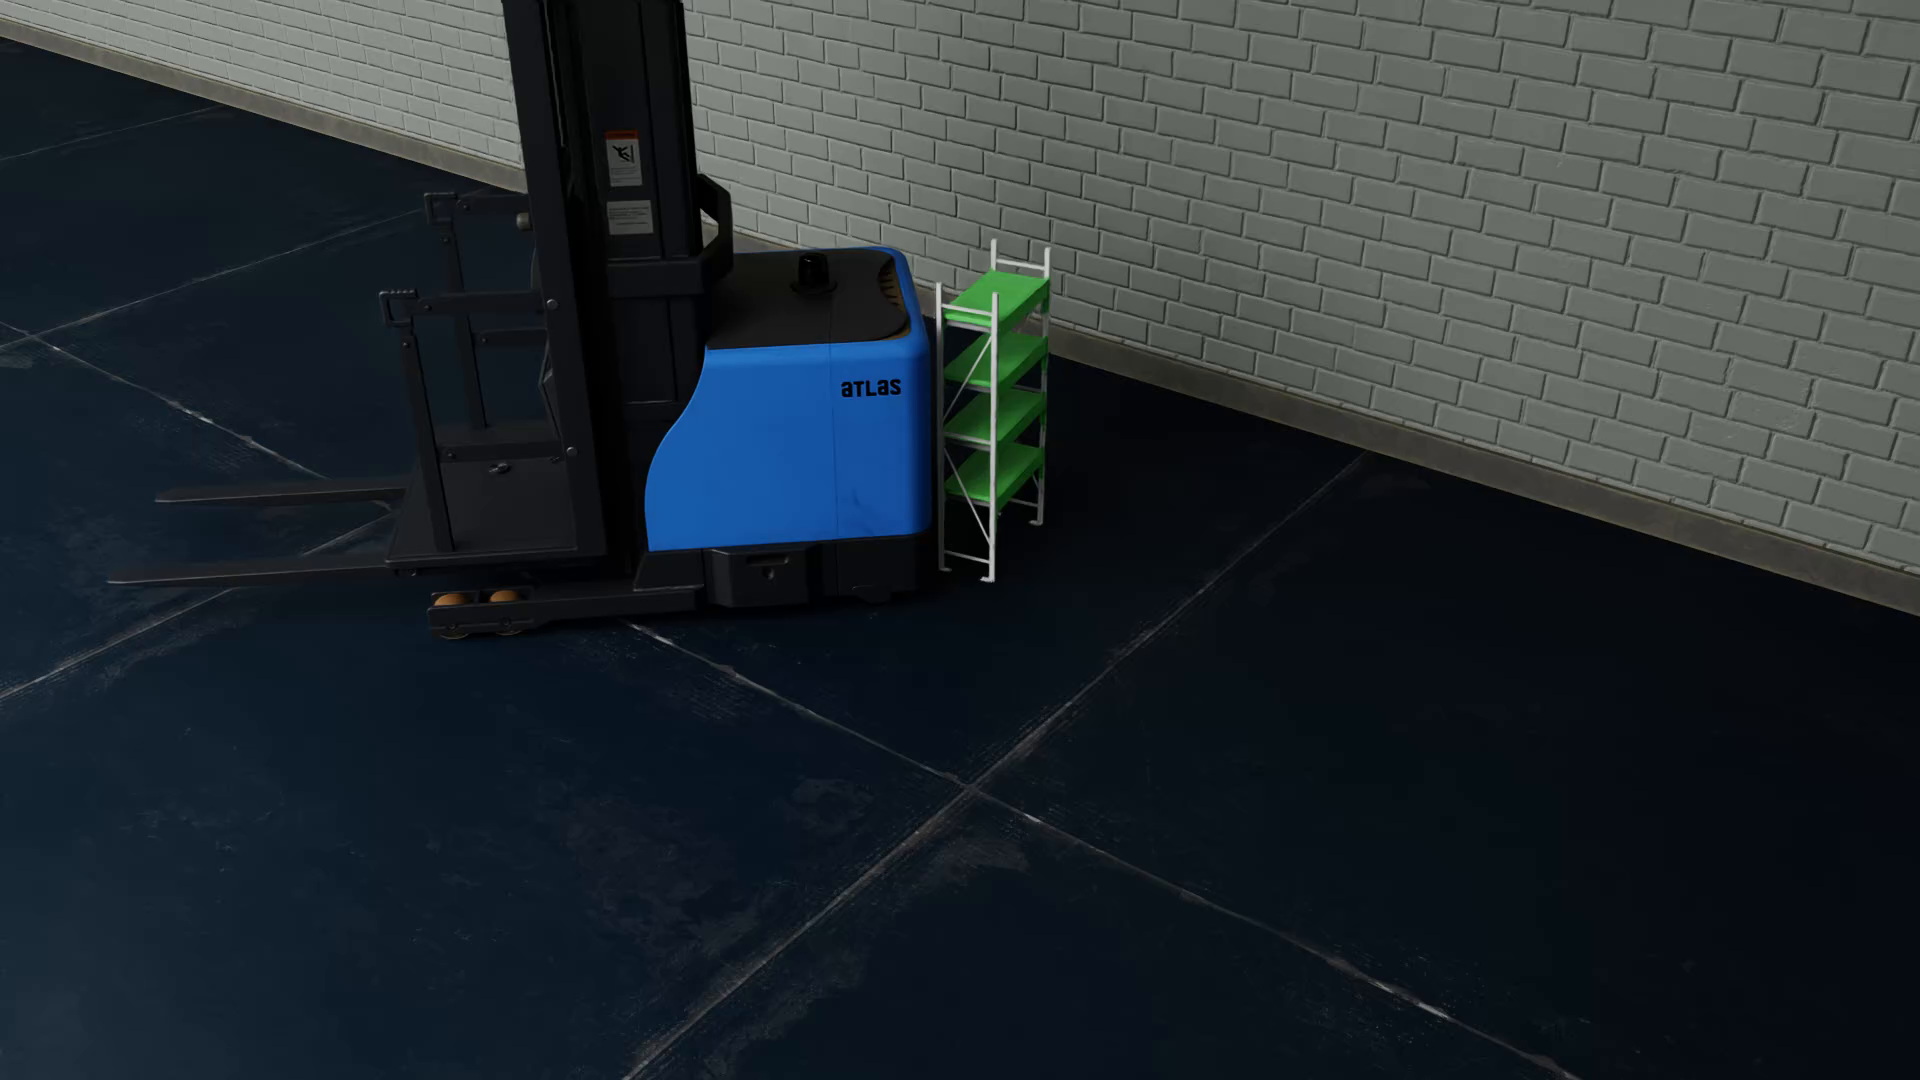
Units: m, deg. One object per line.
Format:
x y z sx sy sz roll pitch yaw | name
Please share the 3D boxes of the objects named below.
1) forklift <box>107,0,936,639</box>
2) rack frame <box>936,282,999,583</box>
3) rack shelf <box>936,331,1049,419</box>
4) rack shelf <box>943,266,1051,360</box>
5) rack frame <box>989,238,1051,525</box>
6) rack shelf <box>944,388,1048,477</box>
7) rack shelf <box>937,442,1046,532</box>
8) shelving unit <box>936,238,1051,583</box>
-1.648 -1.181 5.868 3.031 2.935 1.130 -4 31 -6 | forklift
0.026 -0.380 6.214 0.240 1.200 0.015 13 33 21 | rack frame
0.129 -0.644 6.314 0.258 0.148 0.480 13 33 21 | rack shelf
0.129 -0.850 6.192 0.258 0.148 0.480 13 33 21 | rack shelf
0.232 -0.605 6.594 0.240 1.200 0.015 13 33 21 | rack frame
0.129 -0.437 6.436 0.258 0.148 0.480 13 33 21 | rack shelf
0.129 -0.231 6.559 0.258 0.148 0.480 13 33 21 | rack shelf
0.129 -0.492 6.404 0.258 1.200 0.503 13 33 21 | shelving unit
